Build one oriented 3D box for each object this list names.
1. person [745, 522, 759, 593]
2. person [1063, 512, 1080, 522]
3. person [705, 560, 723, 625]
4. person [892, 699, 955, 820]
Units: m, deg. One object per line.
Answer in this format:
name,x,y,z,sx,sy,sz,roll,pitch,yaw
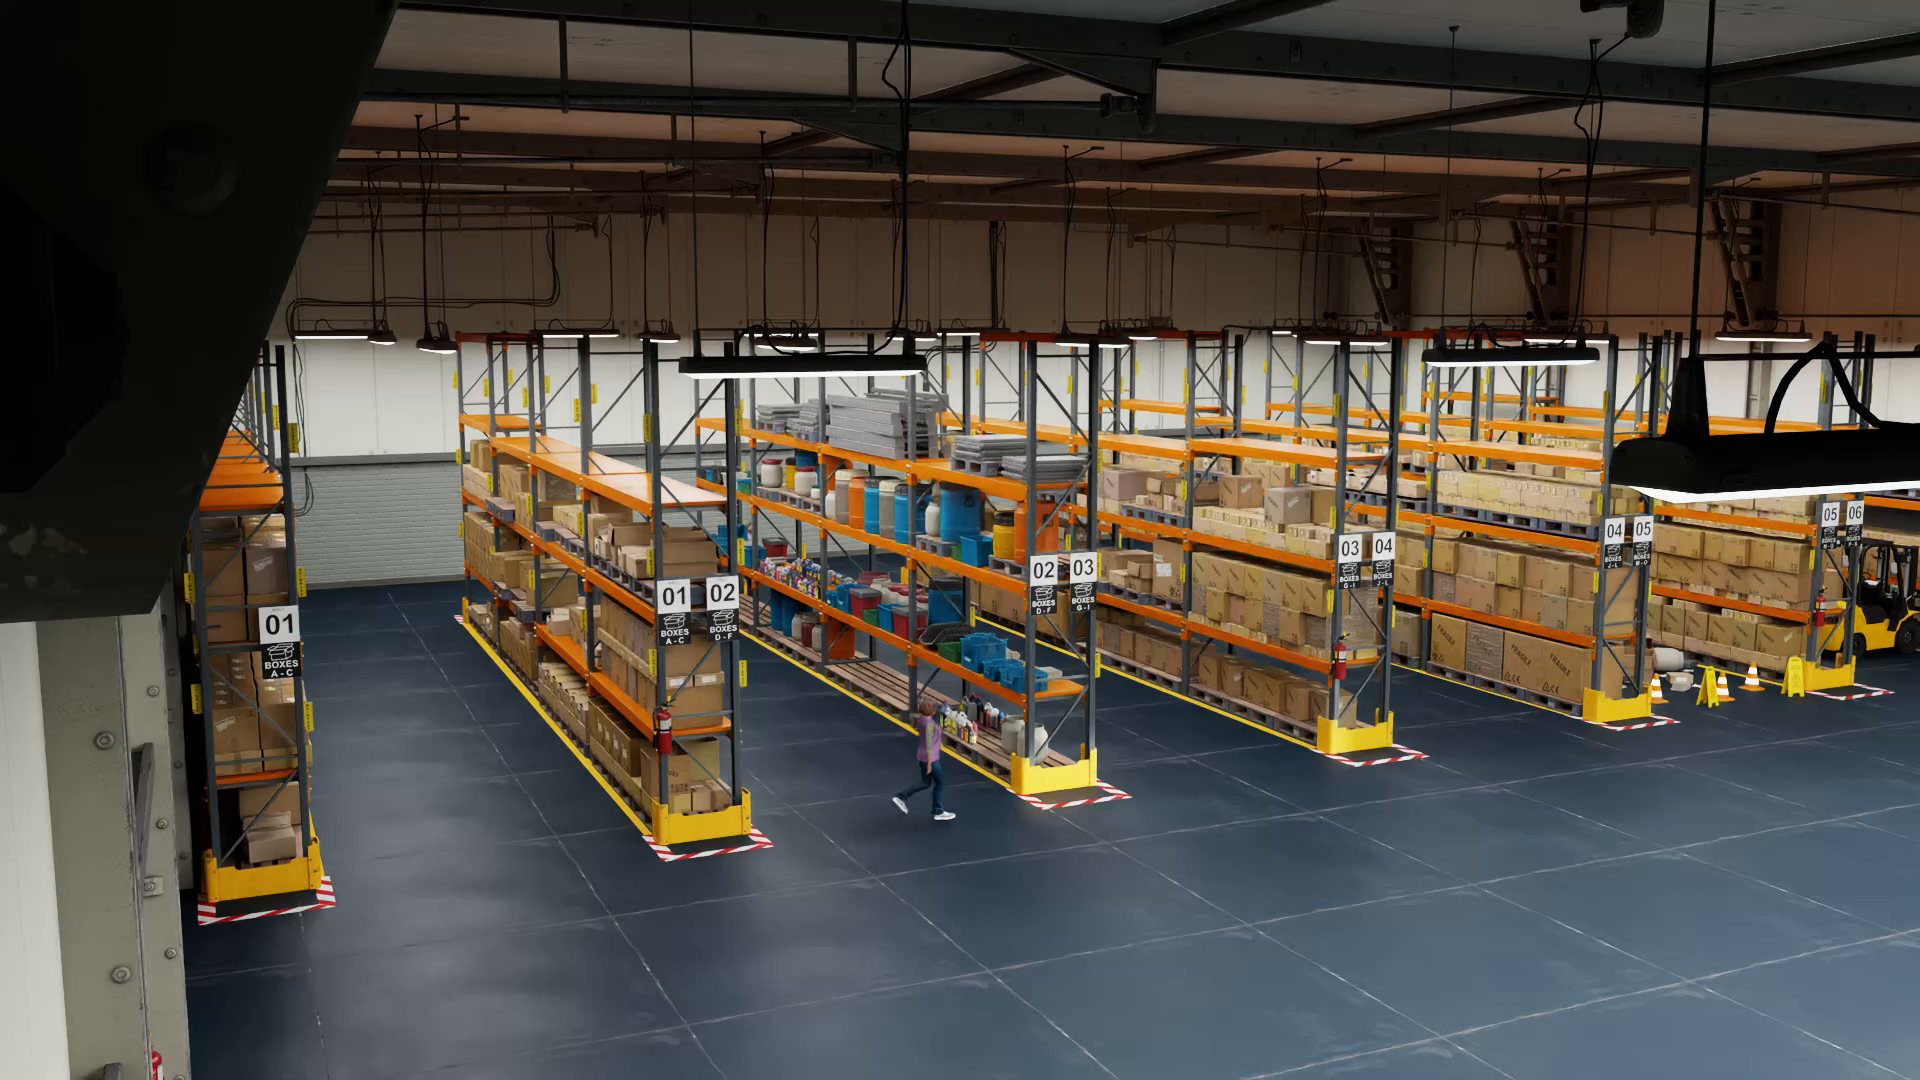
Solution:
person,-4.767,0.409,37.876,0.465,1.623,0.500,0,8,3
person,2.836,-0.182,41.761,0.730,1.777,0.545,-3,8,-23
person,-4.999,1.031,32.876,0.575,1.776,0.961,1,8,5
person,-0.455,2.750,20.852,0.792,1.545,0.435,-1,8,-8
